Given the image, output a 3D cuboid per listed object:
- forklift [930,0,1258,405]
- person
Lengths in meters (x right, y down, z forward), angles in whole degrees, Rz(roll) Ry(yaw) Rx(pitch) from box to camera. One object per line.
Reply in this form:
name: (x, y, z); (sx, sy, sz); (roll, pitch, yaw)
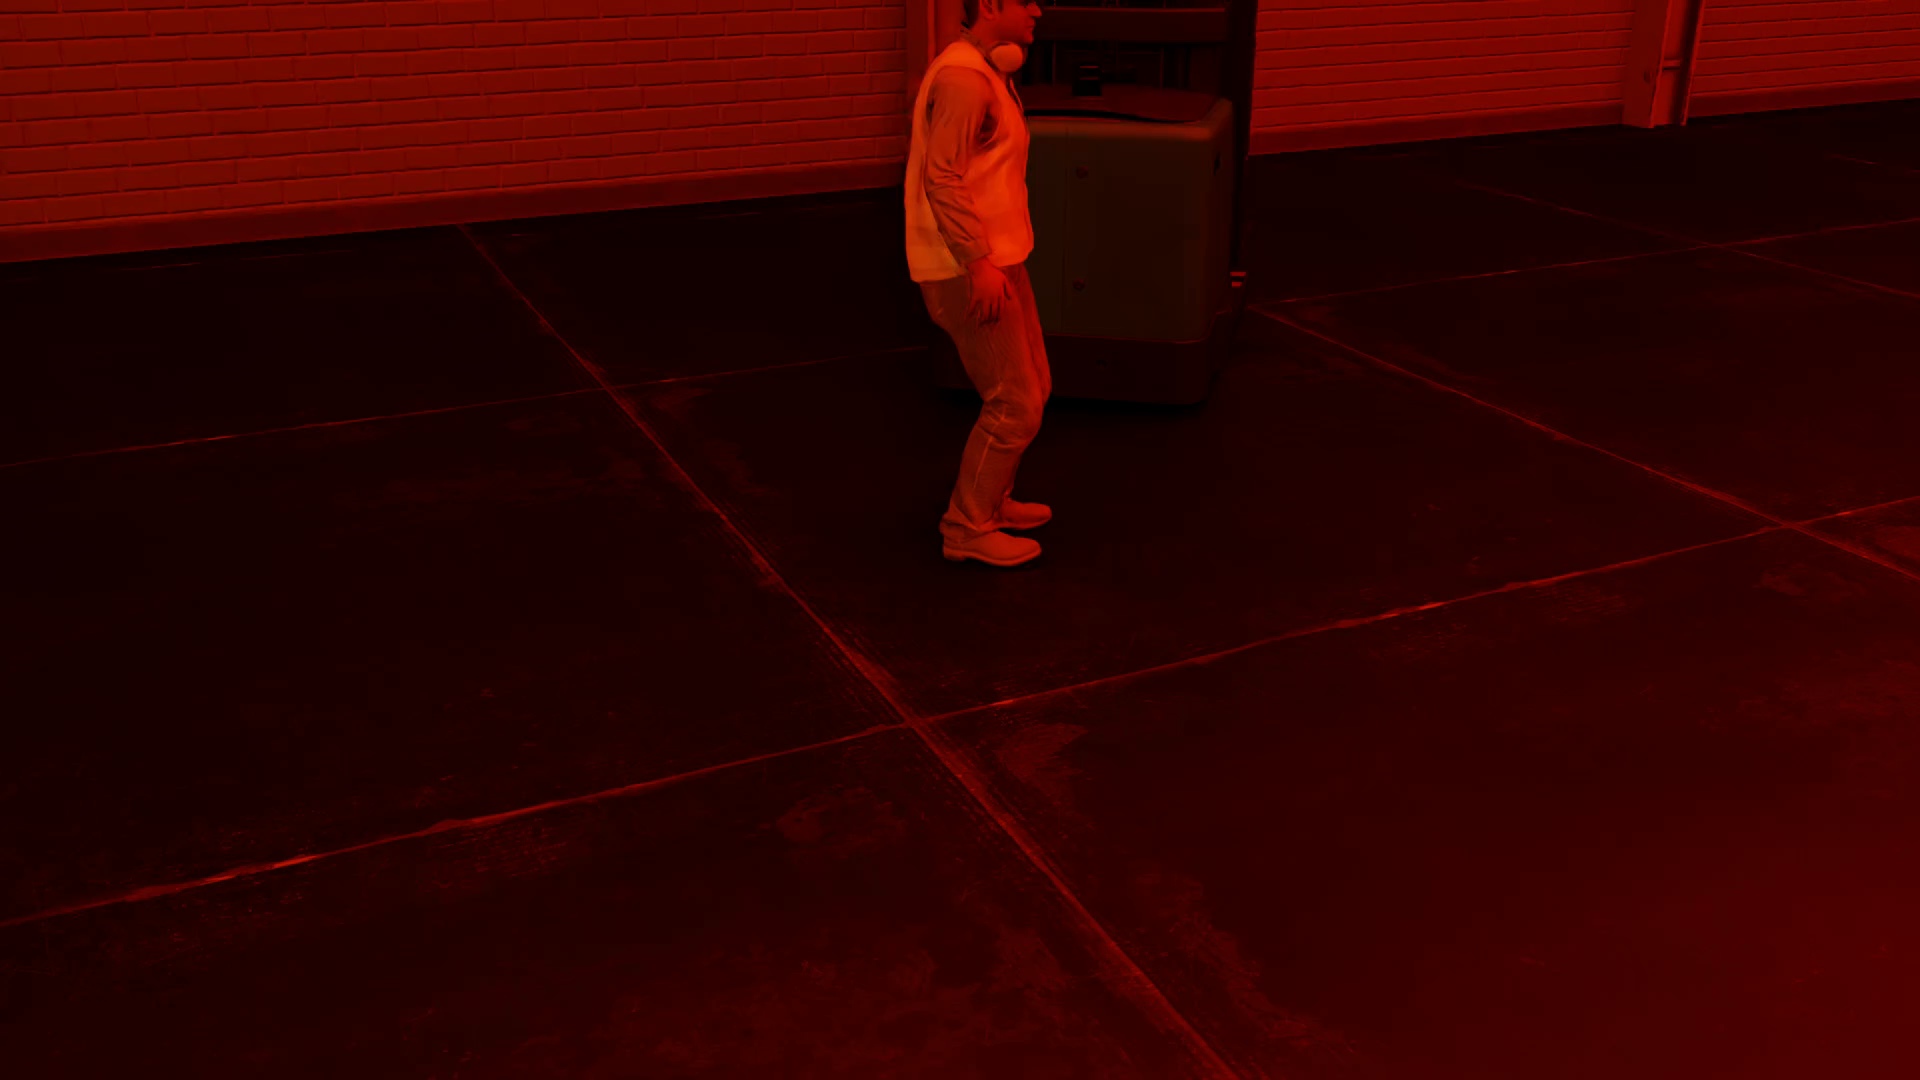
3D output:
forklift: (0.732, -2.386, 7.031); (1.130, 2.935, 3.031); (5, 23, 13)
person: (0.057, -0.798, 4.770); (0.432, 1.749, 0.695); (4, 23, 10)
